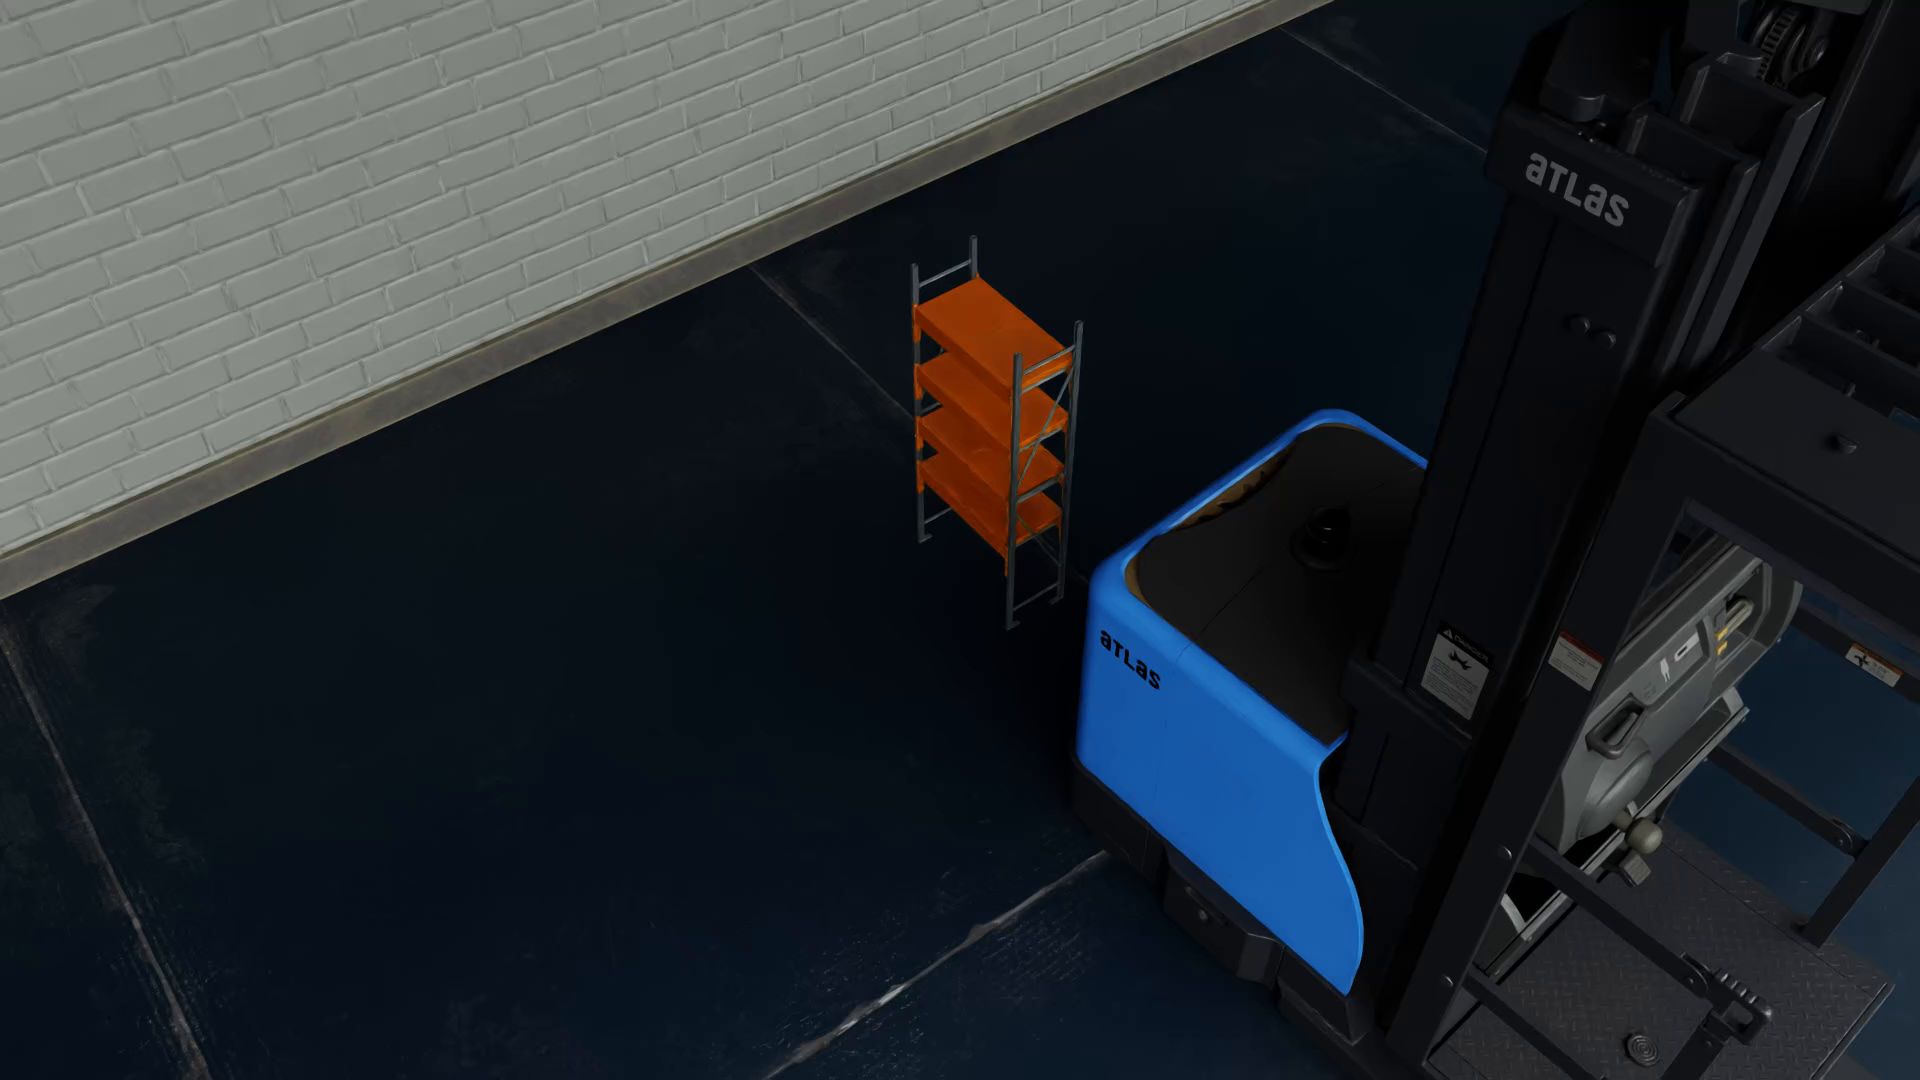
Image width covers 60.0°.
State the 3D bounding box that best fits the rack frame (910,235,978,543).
[{"bbox_3d":[-0.048,-0.449,5.347,0.240,1.200,0.015,-29,54,-24],"label":"rack frame"}]

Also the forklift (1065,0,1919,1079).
[{"bbox_3d":[1.672,0.392,3.416,1.130,2.935,3.031,-34,56,-27],"label":"forklift"}]

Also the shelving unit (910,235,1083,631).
[{"bbox_3d":[0.100,-0.305,5.217,0.258,1.200,0.503,-29,54,-24],"label":"shelving unit"}]

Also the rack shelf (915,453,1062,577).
[{"bbox_3d":[0.100,-0.127,5.414,0.258,0.148,0.480,-29,54,-24],"label":"rack shelf"}]

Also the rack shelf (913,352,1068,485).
[{"bbox_3d":[0.100,-0.410,5.101,0.258,0.148,0.480,-29,54,-24],"label":"rack shelf"}]

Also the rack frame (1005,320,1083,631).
[{"bbox_3d":[0.248,-0.162,5.087,0.240,1.200,0.015,-29,54,-24],"label":"rack frame"}]

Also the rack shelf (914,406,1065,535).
[{"bbox_3d":[0.100,-0.260,5.267,0.258,0.148,0.480,-29,54,-24],"label":"rack shelf"}]

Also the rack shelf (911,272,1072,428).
[{"bbox_3d":[0.100,-0.569,4.926,0.258,0.148,0.480,-29,54,-24],"label":"rack shelf"}]
